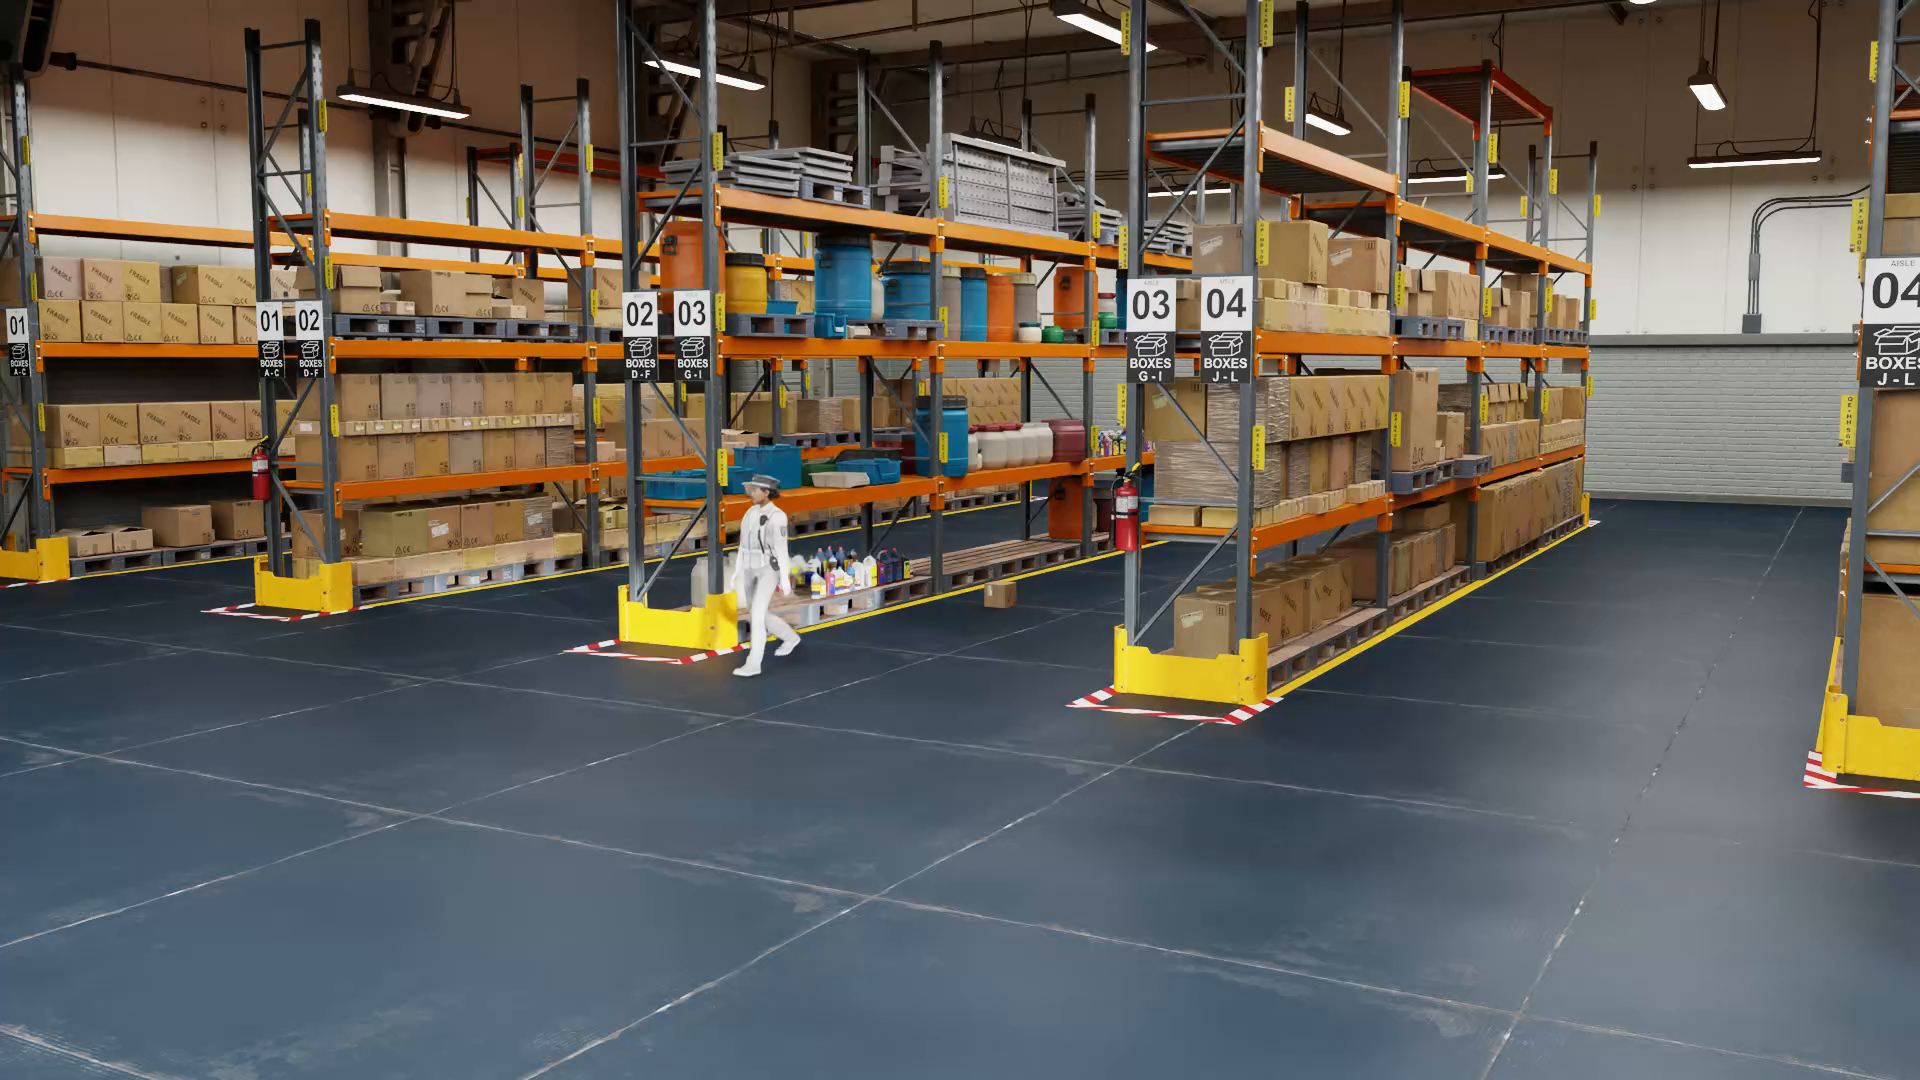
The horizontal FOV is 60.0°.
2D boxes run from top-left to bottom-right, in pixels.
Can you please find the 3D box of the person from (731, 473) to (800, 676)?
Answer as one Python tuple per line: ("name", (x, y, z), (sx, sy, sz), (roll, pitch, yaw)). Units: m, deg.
("person", (-1.650, 0.255, 13.857), (0.510, 1.630, 0.940), (5, 8, 40))
